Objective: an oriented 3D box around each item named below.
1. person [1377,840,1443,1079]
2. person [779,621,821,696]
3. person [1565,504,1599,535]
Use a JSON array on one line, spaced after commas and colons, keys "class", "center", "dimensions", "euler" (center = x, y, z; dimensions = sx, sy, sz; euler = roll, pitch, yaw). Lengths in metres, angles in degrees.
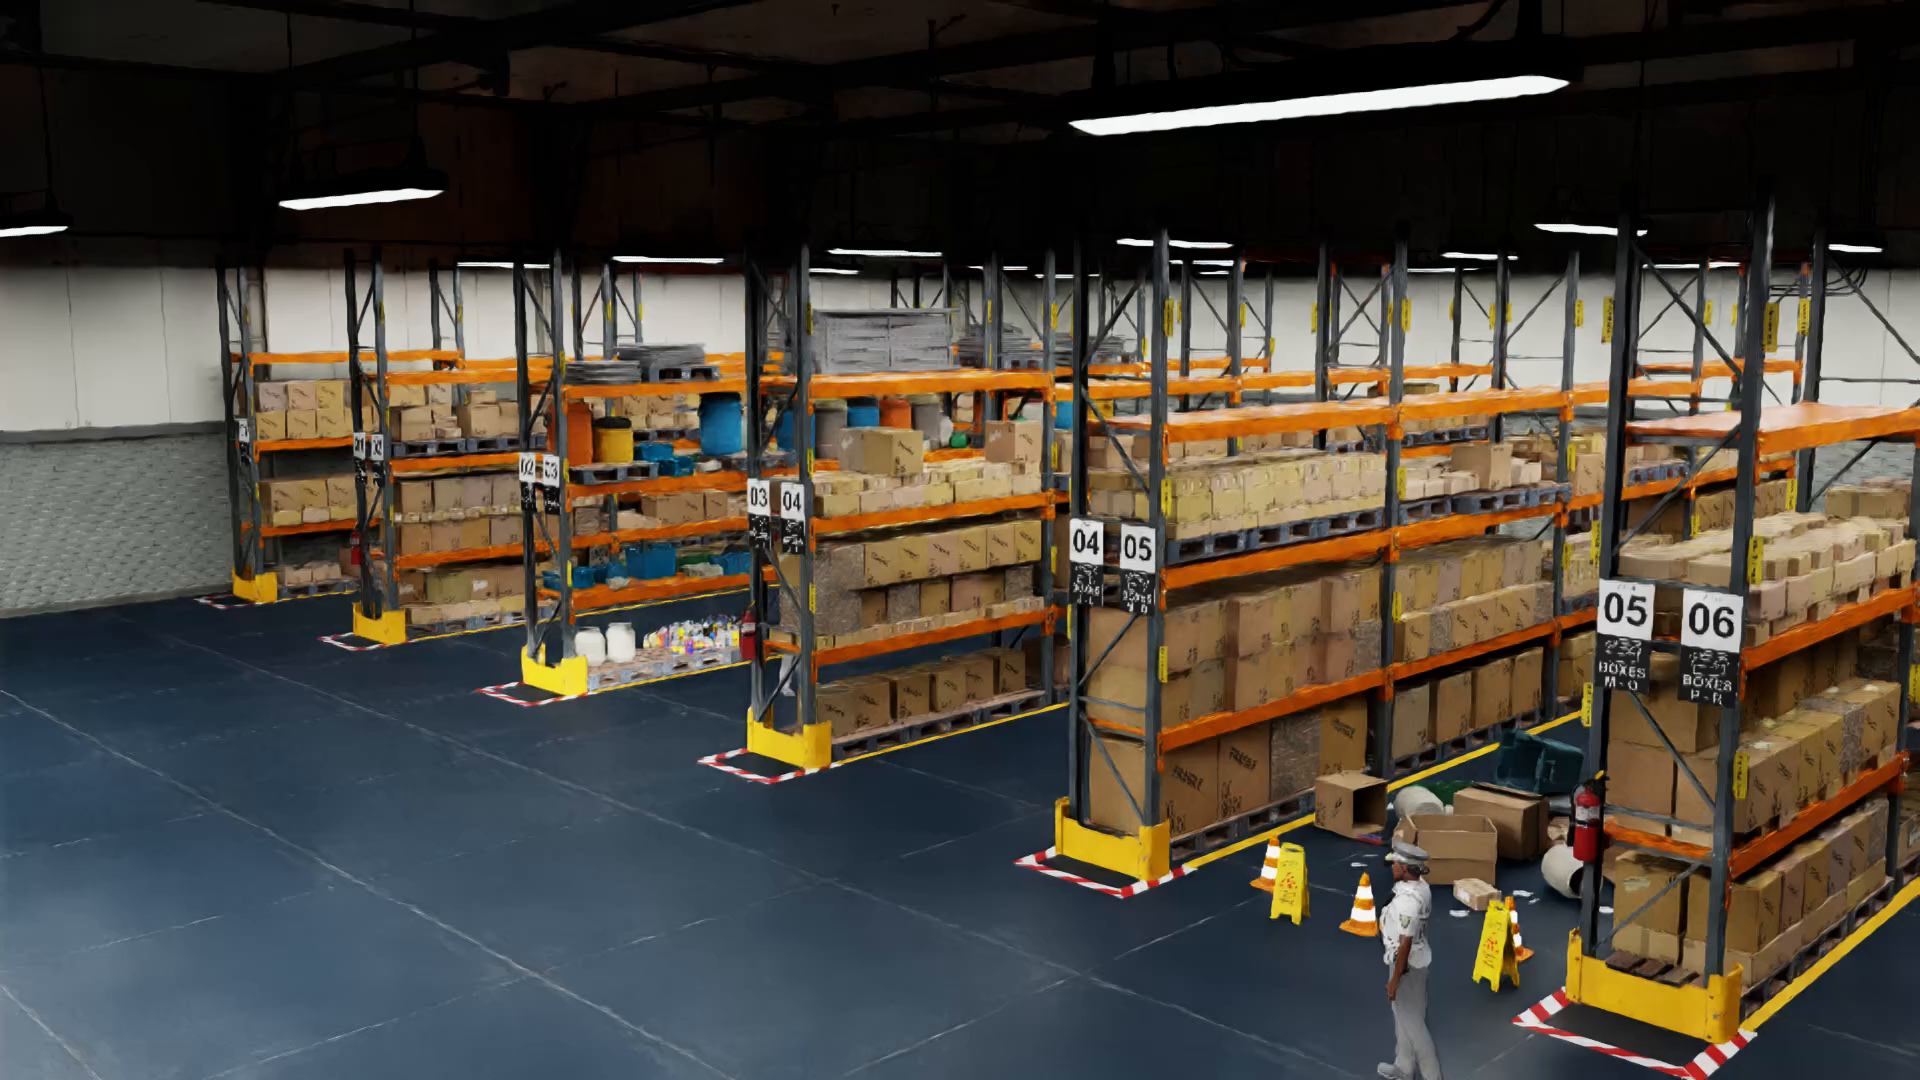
[{"class": "person", "center": [2.965, 2.824, 10.885], "dimensions": [0.478, 1.666, 0.652], "euler": [3, 9, 18]}, {"class": "person", "center": [-2.150, 1.154, 22.138], "dimensions": [0.492, 1.765, 0.628], "euler": [2, 8, 16]}, {"class": "person", "center": [12.286, -0.332, 32.960], "dimensions": [0.735, 1.658, 0.904], "euler": [4, 9, 28]}]
